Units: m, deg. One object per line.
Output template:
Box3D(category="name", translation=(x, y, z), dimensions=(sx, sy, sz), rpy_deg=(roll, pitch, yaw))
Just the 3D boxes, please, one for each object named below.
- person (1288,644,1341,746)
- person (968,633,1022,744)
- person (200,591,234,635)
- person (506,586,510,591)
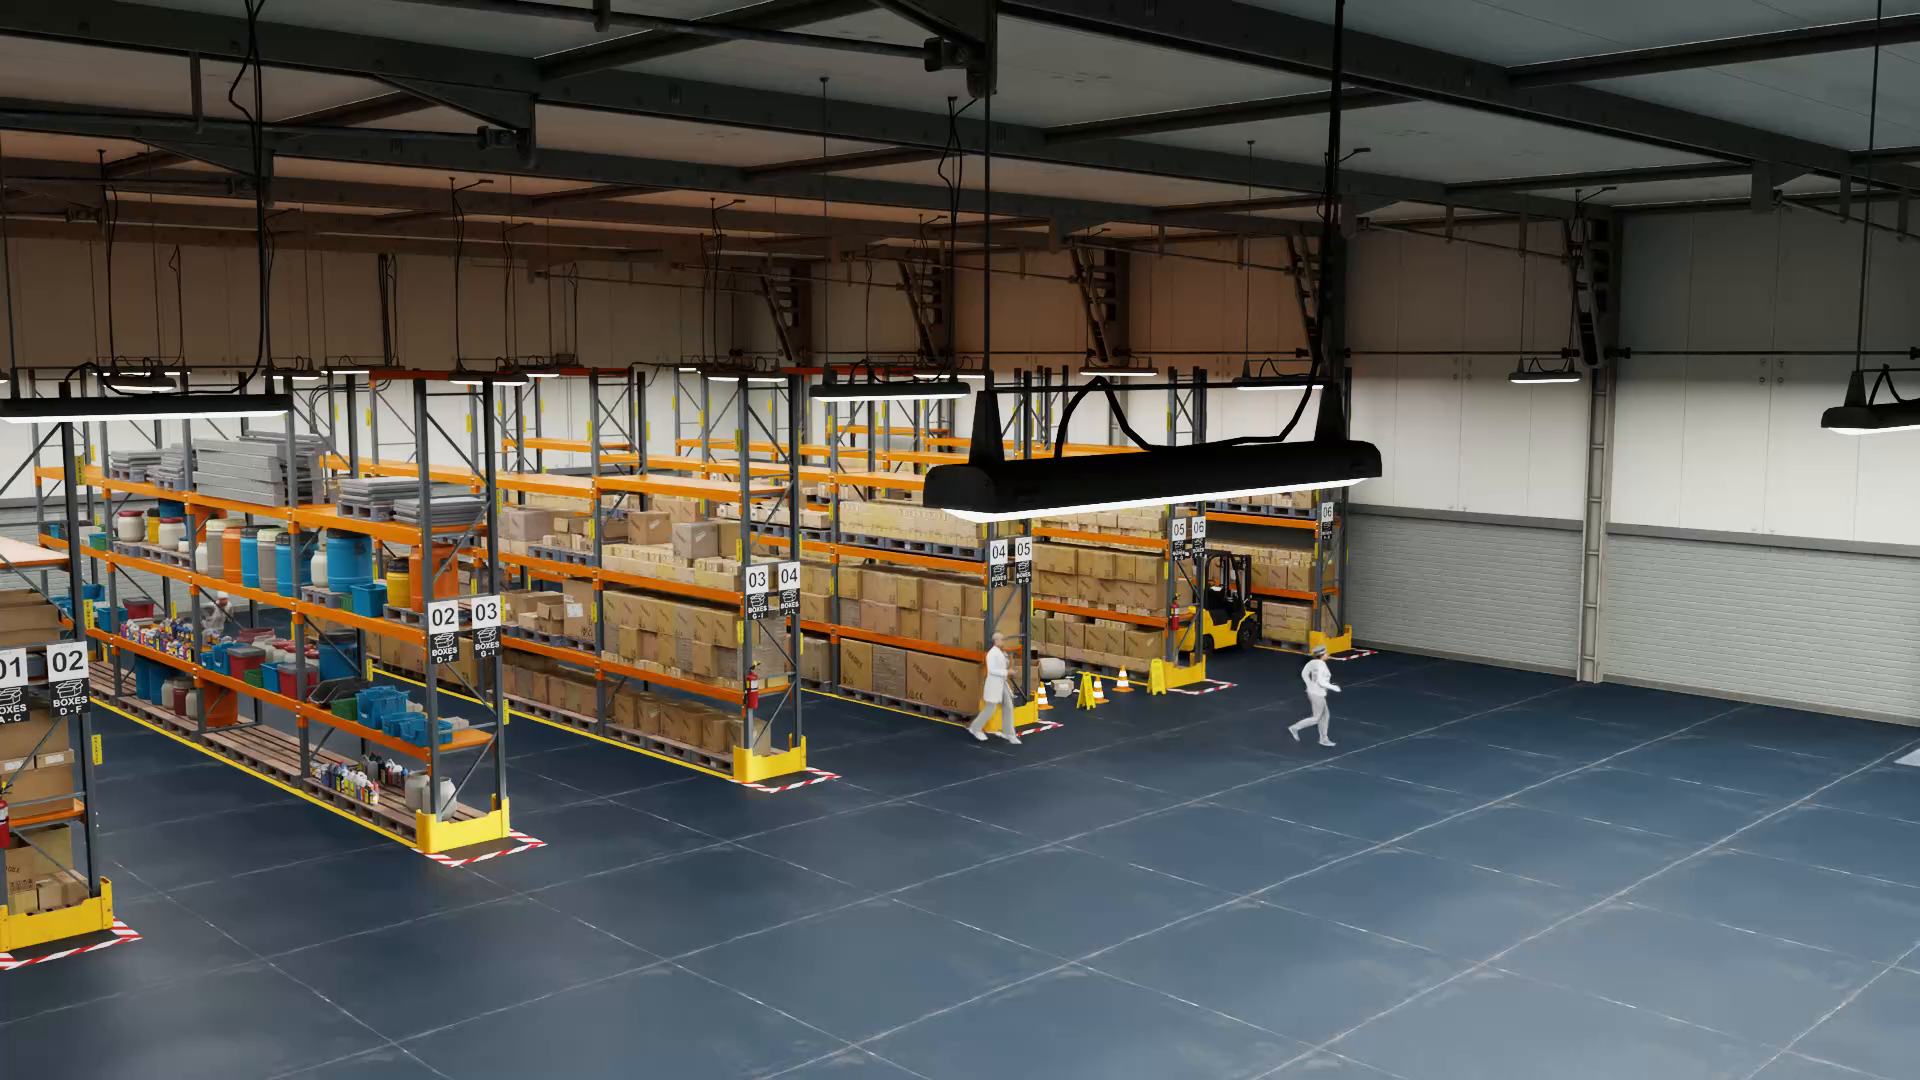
Box3D(category="person", translation=(5.660, 2.501, 26.700), dimensions=(0.829, 1.679, 0.607), rpy_deg=(-1, 6, -6))
Box3D(category="person", translation=(0.568, 2.415, 26.980), dimensions=(0.884, 1.830, 0.738), rpy_deg=(3, 7, 23))
Box3D(category="person", translation=(-14.705, 1.826, 32.738), dimensions=(1.053, 1.732, 0.706), rpy_deg=(4, 8, 33))
Box3D(category="person", translation=(-10.333, 1.329, 36.742), dimensions=(0.871, 1.827, 0.610), rpy_deg=(4, 7, 31))
